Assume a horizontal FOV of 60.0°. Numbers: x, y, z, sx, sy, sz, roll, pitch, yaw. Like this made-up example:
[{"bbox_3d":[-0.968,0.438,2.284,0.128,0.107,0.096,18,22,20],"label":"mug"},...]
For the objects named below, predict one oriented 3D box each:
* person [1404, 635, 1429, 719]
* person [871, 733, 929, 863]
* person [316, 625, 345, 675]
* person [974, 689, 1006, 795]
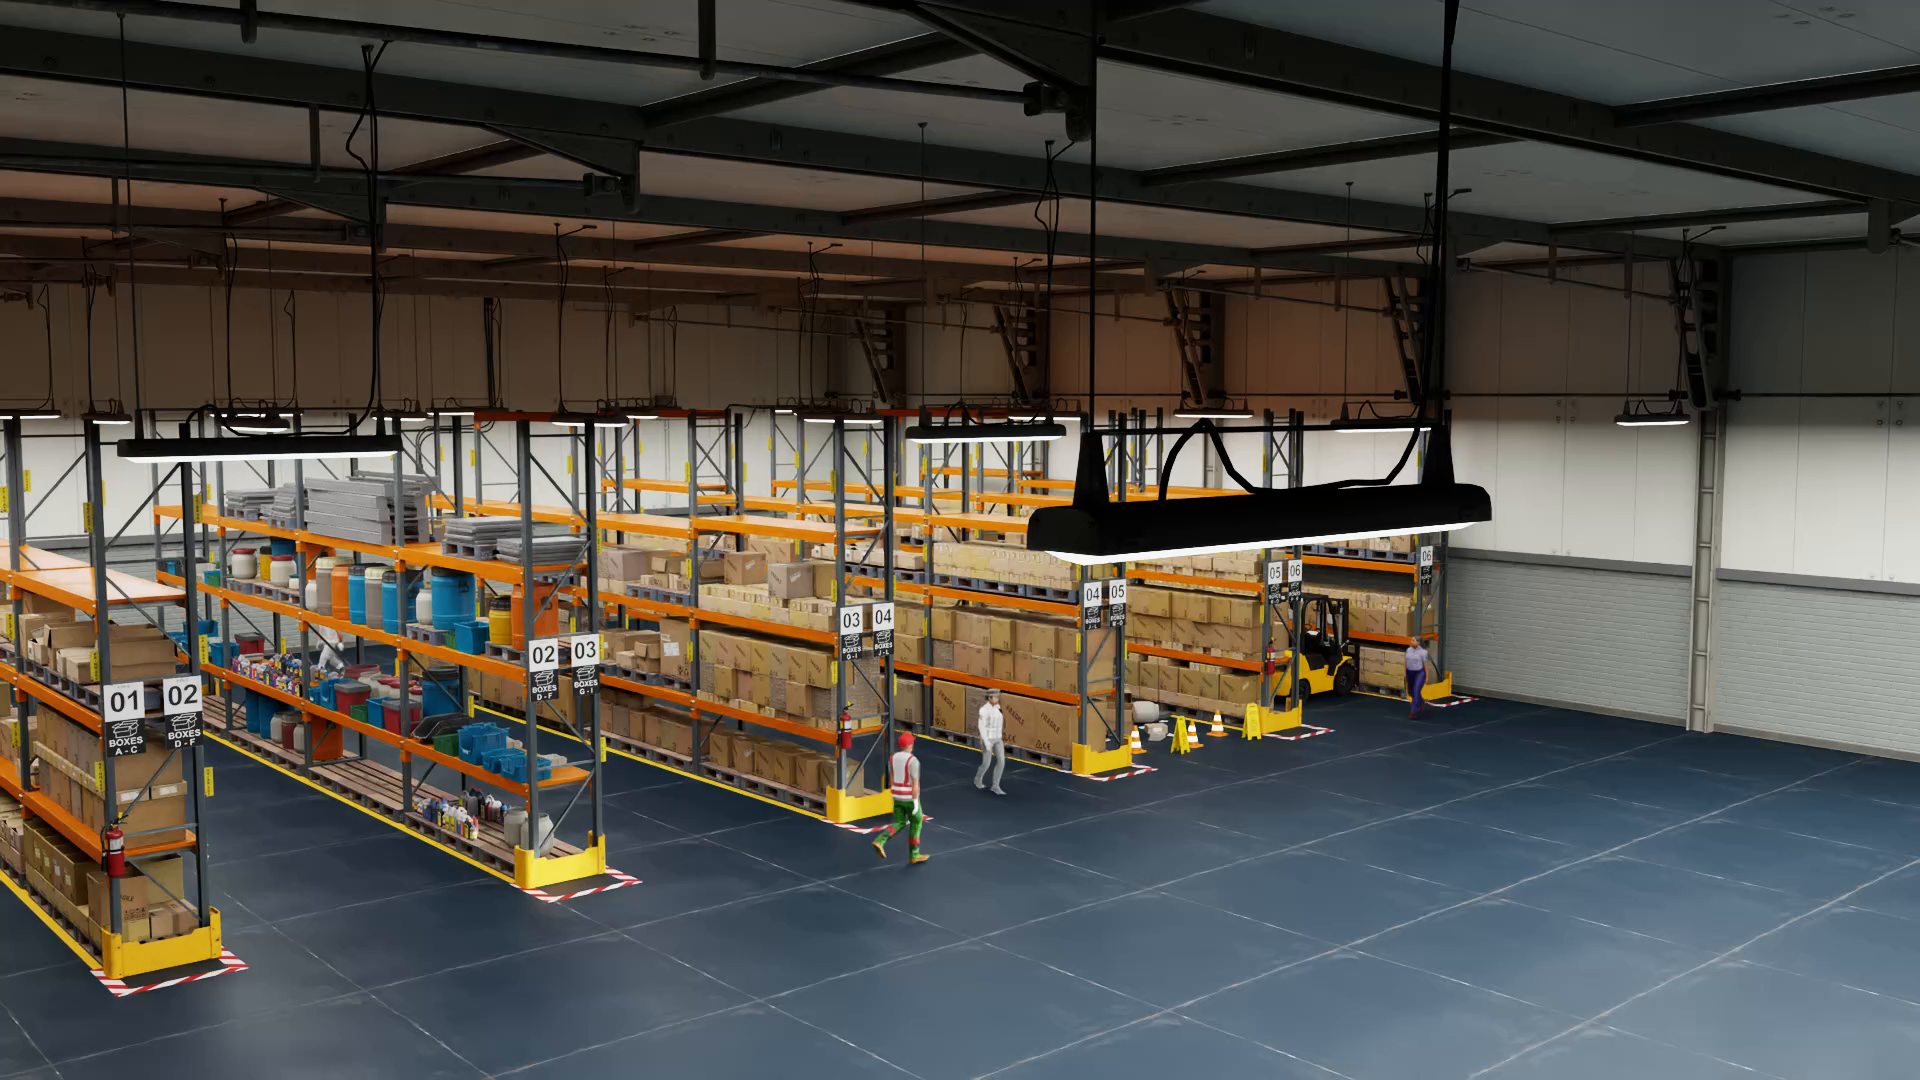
[{"bbox_3d":[8.985,2.650,32.662,0.501,1.606,0.916,4,7,41],"label":"person"},{"bbox_3d":[-0.780,3.474,22.337,0.785,1.775,0.534,-4,6,-39],"label":"person"},{"bbox_3d":[-13.926,2.270,36.514,0.510,1.706,1.146,4,6,36],"label":"person"},{"bbox_3d":[0.513,3.209,26.492,0.608,1.694,0.560,5,7,44],"label":"person"}]
